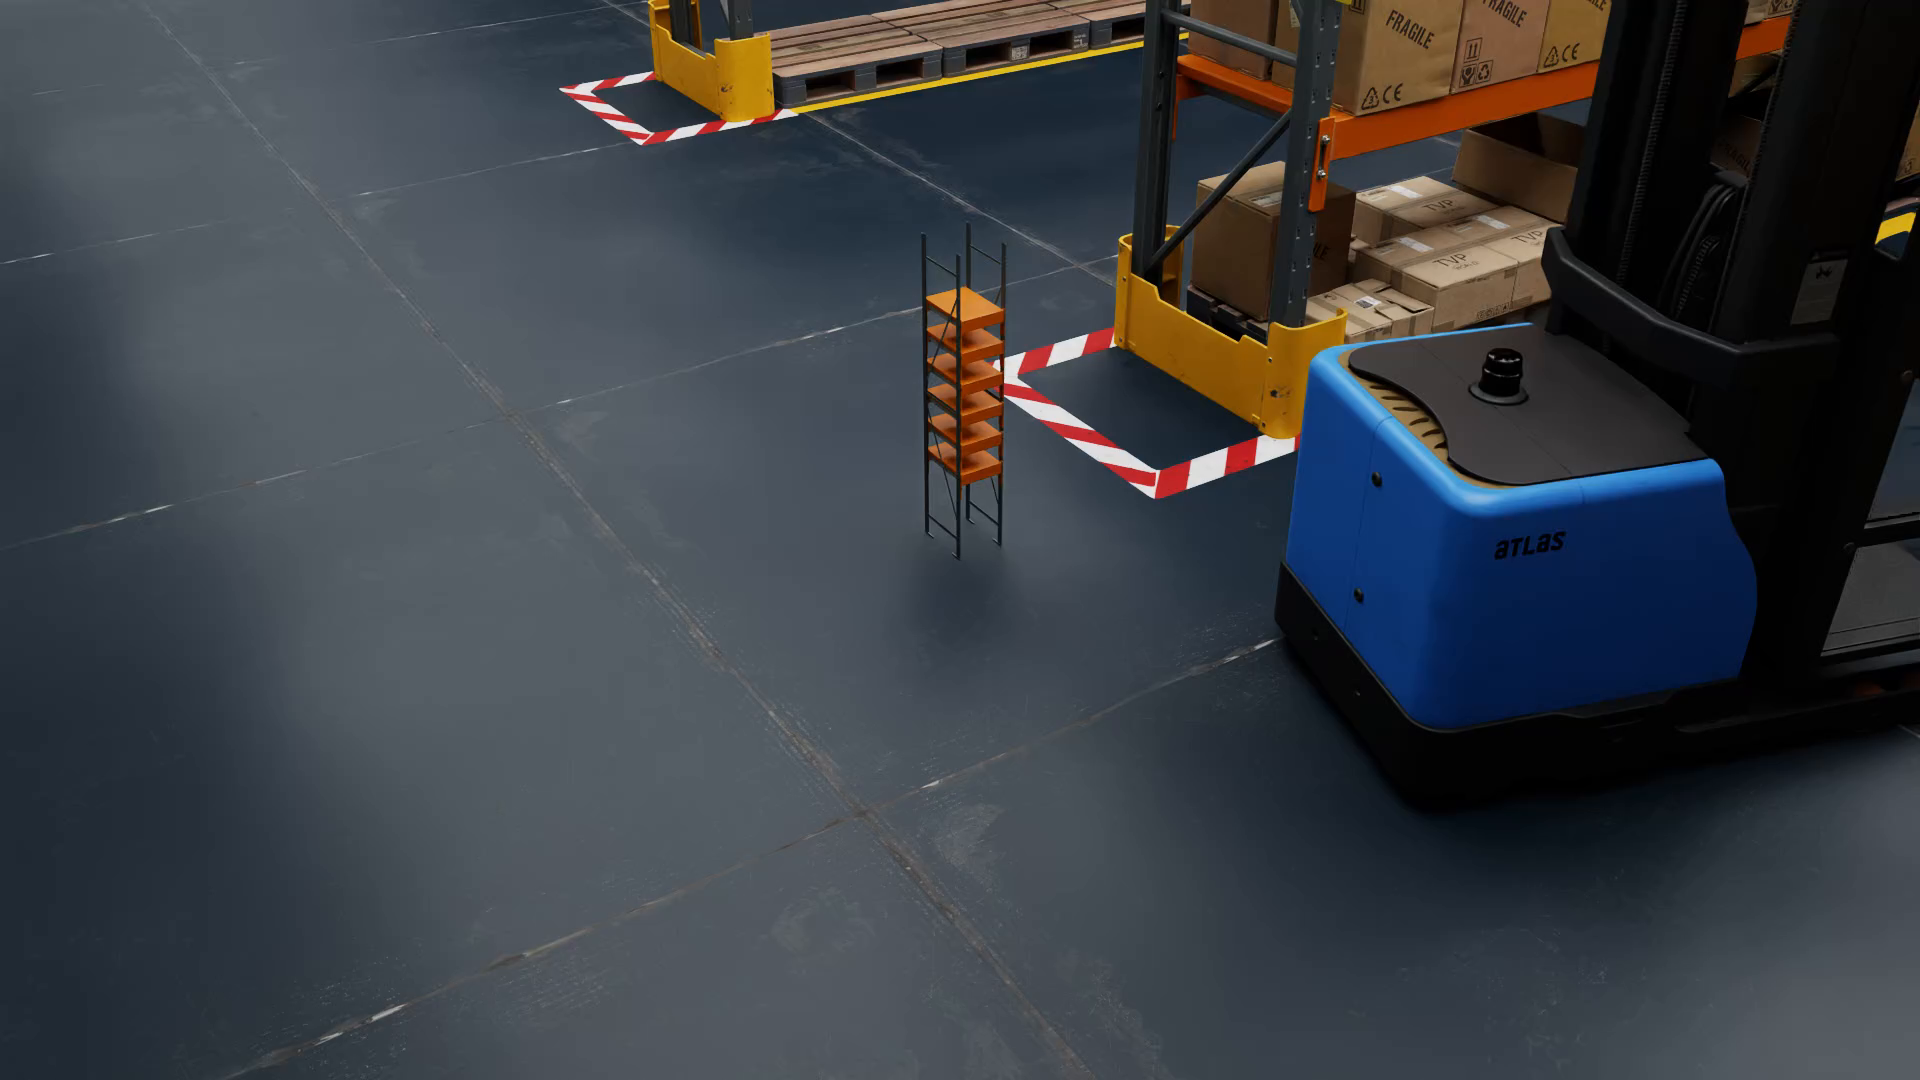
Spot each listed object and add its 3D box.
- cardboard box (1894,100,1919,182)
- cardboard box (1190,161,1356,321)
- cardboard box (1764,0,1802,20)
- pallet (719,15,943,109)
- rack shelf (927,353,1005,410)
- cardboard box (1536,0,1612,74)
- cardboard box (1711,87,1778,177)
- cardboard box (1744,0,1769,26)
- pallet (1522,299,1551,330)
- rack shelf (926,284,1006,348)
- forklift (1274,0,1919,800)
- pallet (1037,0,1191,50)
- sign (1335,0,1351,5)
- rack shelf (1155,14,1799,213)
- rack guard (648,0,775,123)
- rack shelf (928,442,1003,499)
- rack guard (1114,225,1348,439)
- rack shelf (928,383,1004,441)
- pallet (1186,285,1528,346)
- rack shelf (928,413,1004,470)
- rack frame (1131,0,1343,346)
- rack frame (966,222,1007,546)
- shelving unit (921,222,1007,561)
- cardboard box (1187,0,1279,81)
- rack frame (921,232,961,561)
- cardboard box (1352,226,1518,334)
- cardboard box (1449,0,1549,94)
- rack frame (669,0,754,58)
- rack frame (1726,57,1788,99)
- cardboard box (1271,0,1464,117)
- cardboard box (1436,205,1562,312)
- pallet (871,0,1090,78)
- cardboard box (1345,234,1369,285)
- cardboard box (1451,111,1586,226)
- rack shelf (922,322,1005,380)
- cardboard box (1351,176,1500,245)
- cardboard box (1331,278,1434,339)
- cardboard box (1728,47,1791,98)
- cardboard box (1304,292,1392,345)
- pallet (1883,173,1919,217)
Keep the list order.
[{"bbox_3d":[4.985,-2.279,8.981,0.500,0.500,0.500,-21,38,-29],"label":"cardboard box"},{"bbox_3d":[1.408,-1.359,7.524,0.500,0.500,0.500,-19,37,-27],"label":"cardboard box"},{"bbox_3d":[3.733,-2.752,7.708,0.500,0.500,0.500,-18,36,-26],"label":"cardboard box"},{"bbox_3d":[-0.882,-3.227,11.168,1.213,0.211,1.003,-19,37,-27],"label":"pallet"},{"bbox_3d":[0.012,-0.576,5.896,0.180,0.103,0.258,-19,37,-27],"label":"rack shelf"},{"bbox_3d":[2.454,-2.311,7.008,0.500,0.500,0.500,-19,37,-27],"label":"cardboard box"},{"bbox_3d":[4.121,-1.956,8.470,0.500,0.500,0.500,-19,37,-27],"label":"cardboard box"},{"bbox_3d":[3.302,-2.603,7.471,0.500,0.500,0.500,-18,36,-26],"label":"cardboard box"},{"bbox_3d":[2.842,-1.387,8.251,1.213,0.211,1.003,-19,37,-27],"label":"pallet"},{"bbox_3d":[0.012,-0.779,5.768,0.180,0.103,0.258,-19,37,-27],"label":"rack shelf"},{"bbox_3d":[2.650,-0.891,4.916,3.031,2.935,1.130,-8,33,-13],"label":"forklift"},{"bbox_3d":[1.169,-3.932,12.286,1.213,0.211,1.003,-19,37,-27],"label":"pallet"},{"bbox_3d":[1.378,-2.086,5.934,0.005,0.325,0.100,-19,37,-27],"label":"sign"},{"bbox_3d":[2.765,-2.237,7.659,4.000,0.370,1.077,-19,37,-27],"label":"rack shelf"},{"bbox_3d":[-1.610,-3.115,10.720,0.348,0.500,1.175,-19,37,-27],"label":"rack guard"},{"bbox_3d":[0.012,-0.271,6.088,0.180,0.103,0.258,-19,37,-27],"label":"rack shelf"},{"bbox_3d":[1.148,-0.928,7.252,0.348,0.500,1.175,-19,37,-27],"label":"rack guard"},{"bbox_3d":[0.012,-0.474,5.960,0.180,0.103,0.258,-19,37,-27],"label":"rack shelf"},{"bbox_3d":[1.818,-1.036,7.695,1.213,0.211,1.003,-19,37,-27],"label":"pallet"},{"bbox_3d":[0.012,-0.373,6.024,0.180,0.103,0.258,-19,37,-27],"label":"rack shelf"},{"bbox_3d":[1.084,-1.963,6.550,0.127,3.000,1.000,-19,37,-27],"label":"rack frame"},{"bbox_3d":[0.089,-0.538,5.978,0.006,1.200,0.240,-19,37,-27],"label":"rack frame"},{"bbox_3d":[0.012,-0.512,5.937,0.189,1.200,0.258,-19,37,-27],"label":"shelving unit"},{"bbox_3d":[1.313,-2.257,6.922,0.500,0.500,0.500,-18,36,-26],"label":"cardboard box"},{"bbox_3d":[-0.065,-0.485,5.895,0.006,1.200,0.240,-19,37,-27],"label":"rack frame"},{"bbox_3d":[2.115,-1.161,7.443,0.500,0.250,0.500,-19,37,-27],"label":"cardboard box"},{"bbox_3d":[2.031,-2.167,6.780,0.500,0.500,0.500,-19,37,-28],"label":"cardboard box"},{"bbox_3d":[-1.596,-4.185,10.073,0.127,3.000,1.000,-19,37,-27],"label":"rack frame"},{"bbox_3d":[4.446,-3.119,8.383,0.127,3.000,1.000,-19,37,-27],"label":"rack frame"},{"bbox_3d":[1.600,-2.015,6.540,0.500,0.500,0.500,-18,37,-26],"label":"cardboard box"},{"bbox_3d":[2.535,-1.305,7.672,0.500,0.250,0.500,-19,37,-27],"label":"cardboard box"},{"bbox_3d":[0.142,-3.577,11.723,1.213,0.211,1.003,-19,37,-27],"label":"pallet"},{"bbox_3d":[1.797,-1.295,7.735,0.250,0.166,0.380,-19,37,-27],"label":"cardboard box"},{"bbox_3d":[2.870,-1.704,8.067,0.637,0.503,0.797,-19,37,-27],"label":"cardboard box"},{"bbox_3d":[0.012,-0.677,5.832,0.180,0.103,0.258,-19,37,-27],"label":"rack shelf"},{"bbox_3d":[2.222,-1.515,8.005,0.500,0.250,0.500,-19,37,-27],"label":"cardboard box"},{"bbox_3d":[1.832,-0.990,7.251,0.250,0.166,0.380,-19,37,-27],"label":"cardboard box"},{"bbox_3d":[4.706,-2.519,9.363,0.500,0.500,0.500,-19,37,-28],"label":"cardboard box"},{"bbox_3d":[1.622,-0.910,7.141,0.250,0.149,0.380,-19,37,-27],"label":"cardboard box"},{"bbox_3d":[5.109,-2.192,9.527,1.213,0.211,1.003,-19,37,-27],"label":"pallet"}]
